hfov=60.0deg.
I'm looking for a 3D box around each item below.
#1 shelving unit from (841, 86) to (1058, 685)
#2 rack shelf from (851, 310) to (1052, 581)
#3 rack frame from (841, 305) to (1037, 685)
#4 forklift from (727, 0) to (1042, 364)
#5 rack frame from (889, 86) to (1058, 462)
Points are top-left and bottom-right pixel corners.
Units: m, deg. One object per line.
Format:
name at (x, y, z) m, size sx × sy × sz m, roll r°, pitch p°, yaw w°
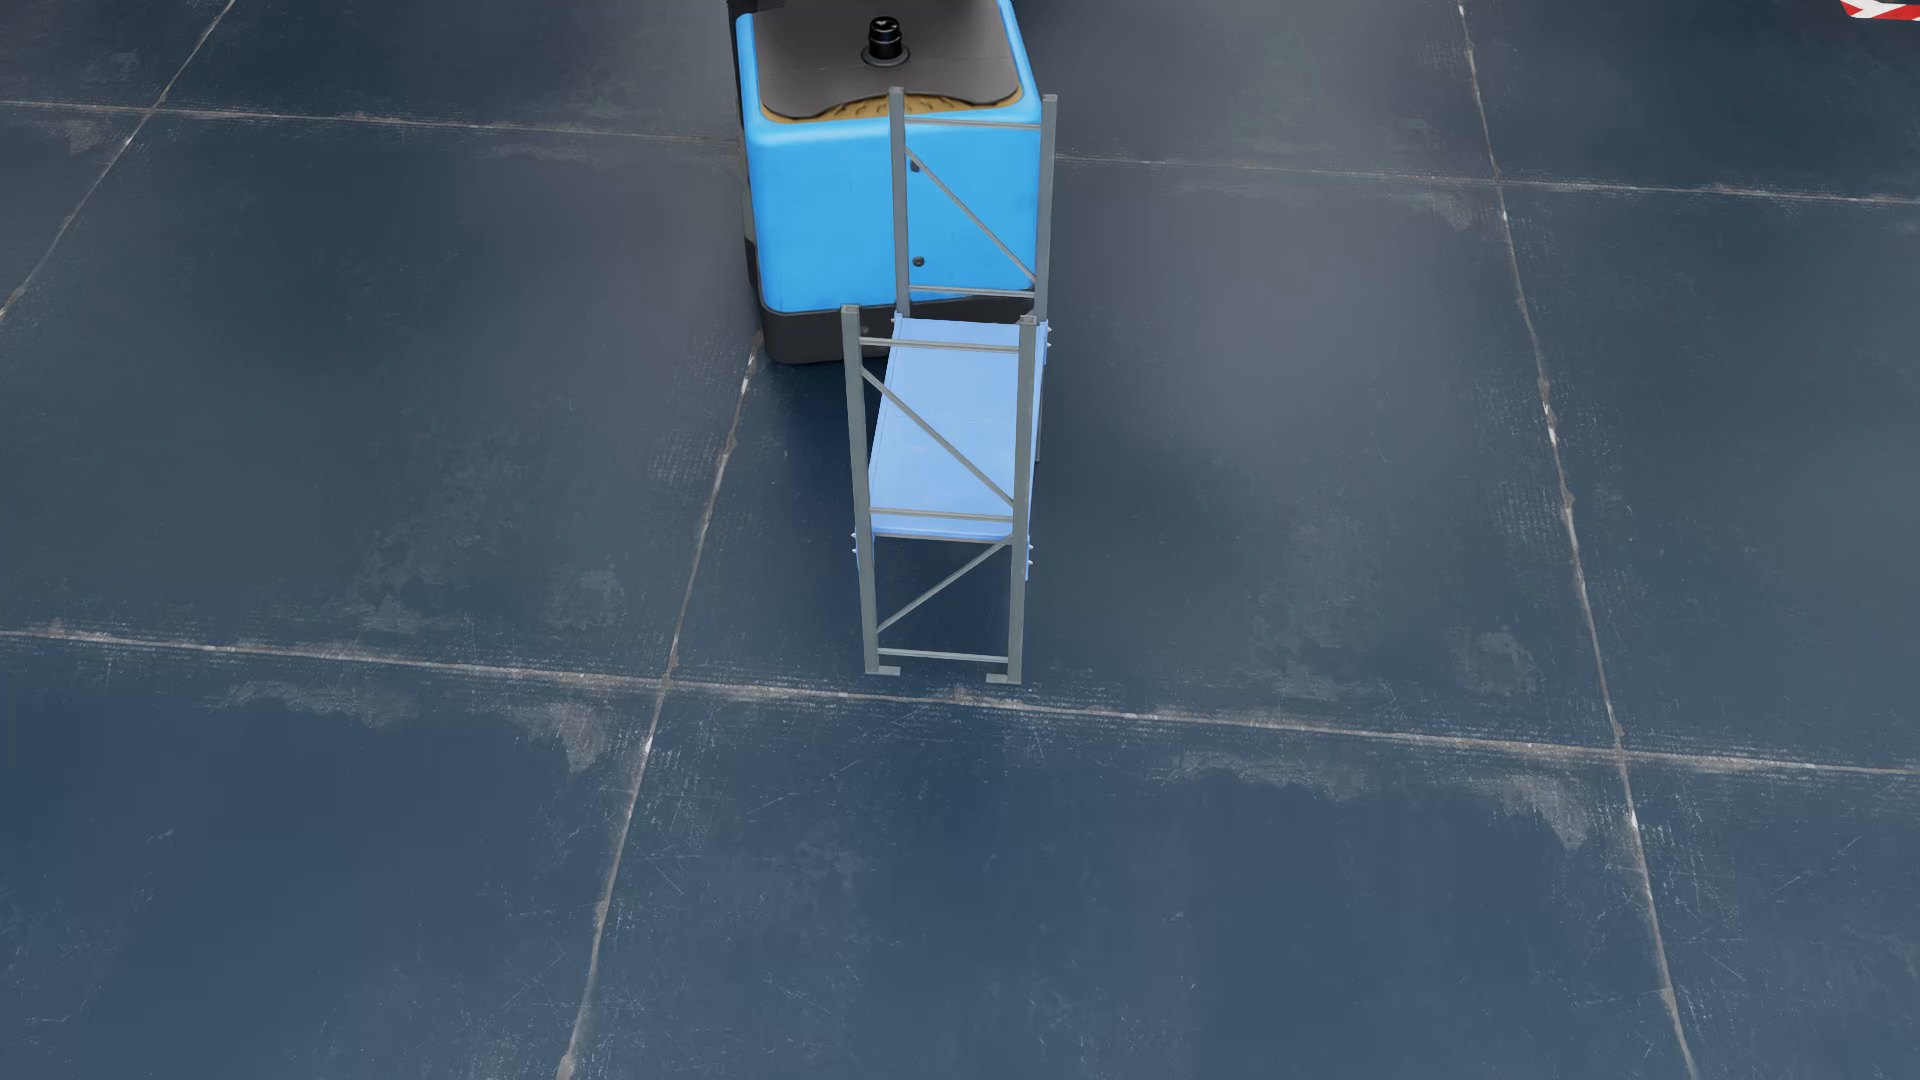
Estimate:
shelving unit at (-0.008, -0.443, 5.139) m, size 0.538 × 1.500 × 1.048 m, roll 4°, pitch 48°, yaw 4°
rack shelf at (-0.008, -0.322, 5.272) m, size 0.538 × 0.185 × 1.000 m, roll 4°, pitch 48°, yaw 4°
rack frame at (-0.054, -0.070, 4.798) m, size 0.500 × 1.500 × 0.032 m, roll 4°, pitch 48°, yaw 4°
forklift at (-0.409, -2.751, 6.280) m, size 1.130 × 2.935 × 3.031 m, roll -6°, pitch 48°, yaw -5°
rack frame at (0.039, -0.817, 5.481) m, size 0.500 × 1.500 × 0.032 m, roll 4°, pitch 48°, yaw 4°
